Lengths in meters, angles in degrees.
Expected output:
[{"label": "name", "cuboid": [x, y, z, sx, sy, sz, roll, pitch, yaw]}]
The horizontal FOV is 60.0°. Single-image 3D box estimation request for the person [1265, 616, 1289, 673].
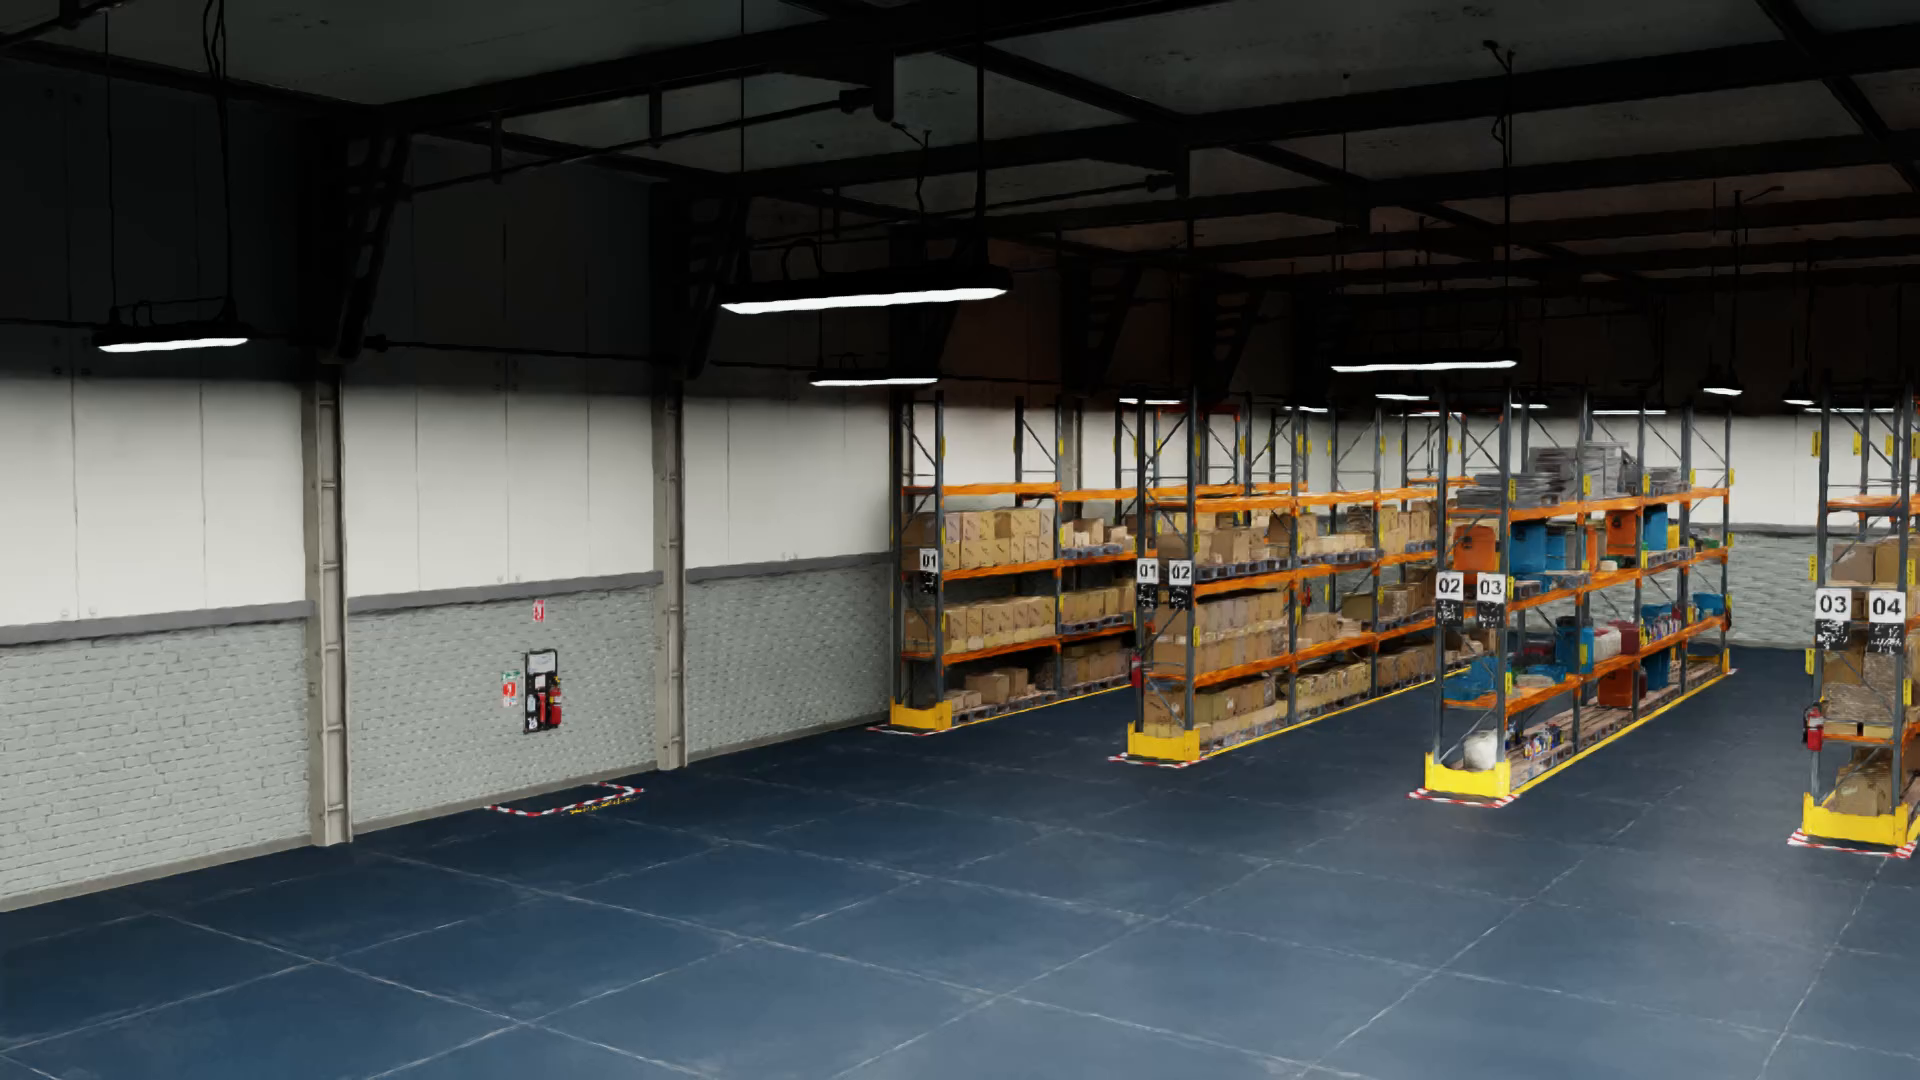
[{"label": "person", "cuboid": [6.886, 2.163, 36.040, 0.456, 1.612, 1.019, 2, 4, 34]}]
